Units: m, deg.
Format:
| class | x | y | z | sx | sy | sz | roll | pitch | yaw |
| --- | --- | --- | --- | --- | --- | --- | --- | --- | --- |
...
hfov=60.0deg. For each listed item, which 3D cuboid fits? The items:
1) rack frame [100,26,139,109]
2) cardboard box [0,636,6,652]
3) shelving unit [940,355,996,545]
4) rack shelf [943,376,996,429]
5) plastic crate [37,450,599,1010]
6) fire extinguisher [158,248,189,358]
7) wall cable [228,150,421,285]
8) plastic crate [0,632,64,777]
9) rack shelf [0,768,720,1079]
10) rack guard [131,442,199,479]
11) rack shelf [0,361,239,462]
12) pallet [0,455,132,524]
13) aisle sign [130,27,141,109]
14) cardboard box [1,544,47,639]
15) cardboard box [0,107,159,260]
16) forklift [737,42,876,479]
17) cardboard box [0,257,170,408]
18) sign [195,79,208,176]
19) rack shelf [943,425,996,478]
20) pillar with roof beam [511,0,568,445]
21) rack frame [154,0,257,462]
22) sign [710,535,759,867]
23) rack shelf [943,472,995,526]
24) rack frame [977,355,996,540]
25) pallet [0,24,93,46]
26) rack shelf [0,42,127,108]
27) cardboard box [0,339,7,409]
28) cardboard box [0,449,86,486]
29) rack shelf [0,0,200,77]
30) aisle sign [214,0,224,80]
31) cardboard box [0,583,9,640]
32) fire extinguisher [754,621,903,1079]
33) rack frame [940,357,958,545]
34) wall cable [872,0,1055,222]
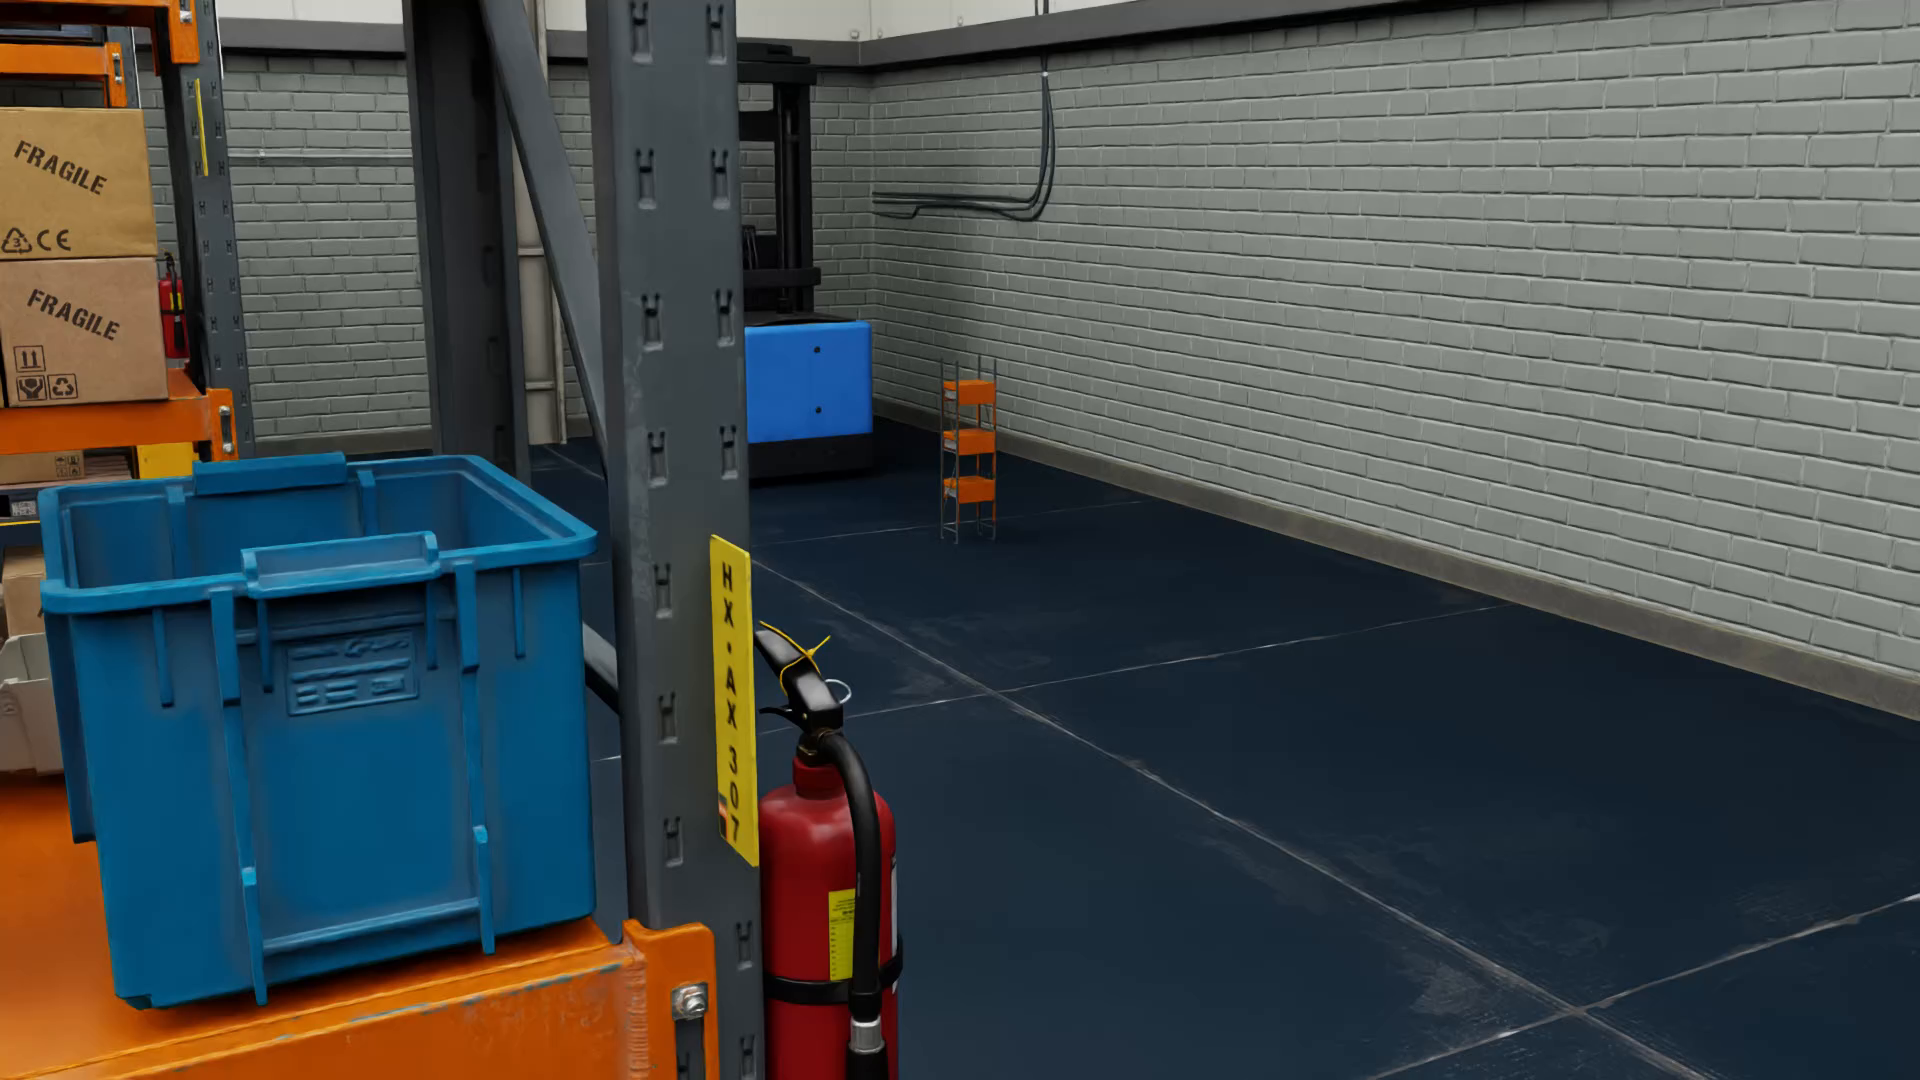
| class | x | y | z | sx | sy | sz | roll | pitch | yaw |
| --- | --- | --- | --- | --- | --- | --- | --- | --- | --- |
| rack frame | -5.253 | -1.771 | 10.649 | 0.127 | 3.000 | 1.000 | -7 | 14 | -28 |
| cardboard box | -3.634 | 0.480 | 6.094 | 0.250 | 0.166 | 0.380 | -7 | 14 | -28 |
| shelving unit | 0.047 | -0.518 | 9.519 | 0.252 | 1.050 | 0.215 | -7 | 14 | -28 |
| rack shelf | 0.047 | -0.784 | 9.459 | 0.240 | 0.259 | 0.215 | -7 | 14 | -28 |
| plastic crate | -0.711 | 0.162 | 1.838 | 0.499 | 0.435 | 0.616 | -7 | 14 | -28 |
| fire extinguisher | -4.900 | -1.479 | 10.373 | 0.183 | 0.674 | 0.296 | -7 | 14 | -28 |
| wall cable | -4.583 | -2.584 | 11.946 | 1.851 | 1.984 | 0.084 | -7 | 14 | -28 |
| plastic crate | -1.202 | 0.217 | 2.275 | 0.298 | 0.136 | 0.250 | -7 | 14 | -28 |
| rack shelf | -2.262 | 0.699 | 1.309 | 4.000 | 0.370 | 1.077 | -7 | 14 | -28 |
| rack guard | -5.232 | -0.554 | 10.934 | 0.348 | 0.500 | 1.175 | -7 | 14 | -28 |
| rack shelf | -4.632 | -0.256 | 5.552 | 4.000 | 0.370 | 1.077 | -7 | 14 | -28 |
| pallet | -5.918 | -0.312 | 10.514 | 1.213 | 0.211 | 1.003 | -7 | 14 | -28 |
| aisle sign | -5.046 | -2.989 | 10.140 | 0.004 | 0.787 | 0.394 | -7 | 14 | -28 |
| cardboard box | -3.236 | 0.292 | 6.169 | 0.500 | 0.500 | 0.500 | -7 | 14 | -28 |
| cardboard box | -3.135 | -1.254 | 5.844 | 0.500 | 0.500 | 0.500 | -7 | 14 | -28 |
| forklift | -1.759 | -2.103 | 12.276 | 1.130 | 2.935 | 3.031 | -7 | 15 | -29 |
| cardboard box | -3.139 | -0.766 | 5.955 | 0.500 | 0.500 | 0.500 | -6 | 14 | -26 |
| sign | -2.628 | -1.427 | 5.762 | 0.005 | 0.325 | 0.100 | -7 | 14 | -28 |
| rack shelf | 0.047 | -0.507 | 9.521 | 0.240 | 0.259 | 0.215 | -7 | 14 | -28 |
| pillar with roof beam | -1.235 | -4.319 | 8.306 | 0.400 | 9.000 | 9.100 | -7 | 14 | -28 |
| rack frame | -2.877 | -0.817 | 6.408 | 0.127 | 3.000 | 1.000 | -7 | 14 | -28 |
| sign | -0.229 | 0.162 | 1.684 | 0.005 | 0.325 | 0.100 | -7 | 14 | -28 |
| rack shelf | 0.047 | -0.236 | 9.582 | 0.240 | 0.259 | 0.215 | -7 | 14 | -28 |
| rack frame | 0.154 | -0.531 | 9.576 | 0.008 | 1.050 | 0.200 | -7 | 14 | -28 |
| pallet | -5.899 | -3.112 | 9.973 | 1.213 | 0.211 | 1.003 | -7 | 14 | -28 |
| rack shelf | -7.009 | -2.673 | 9.463 | 4.000 | 0.370 | 1.077 | -7 | 14 | -28 |
| cardboard box | -3.593 | -0.711 | 5.709 | 0.500 | 0.500 | 0.500 | -7 | 14 | -27 |
| cardboard box | -5.820 | -0.664 | 10.464 | 0.500 | 0.500 | 0.700 | -7 | 14 | -28 |
| rack shelf | -4.632 | -1.719 | 5.223 | 4.000 | 0.370 | 1.077 | -7 | 14 | -28 |
| aisle sign | -2.670 | -2.034 | 5.893 | 0.004 | 0.787 | 0.394 | -7 | 14 | -28 |
| cardboard box | -3.929 | 0.365 | 6.417 | 0.500 | 0.250 | 0.500 | -7 | 14 | -28 |
| fire extinguisher | -0.156 | 0.429 | 1.896 | 0.183 | 0.674 | 0.296 | -7 | 14 | -28 |
| rack frame | -0.060 | -0.505 | 9.462 | 0.008 | 1.050 | 0.200 | -7 | 14 | -28 |
| wall cable | -0.118 | -3.709 | 12.669 | 0.112 | 2.526 | 3.097 | -7 | 14 | -28 |
